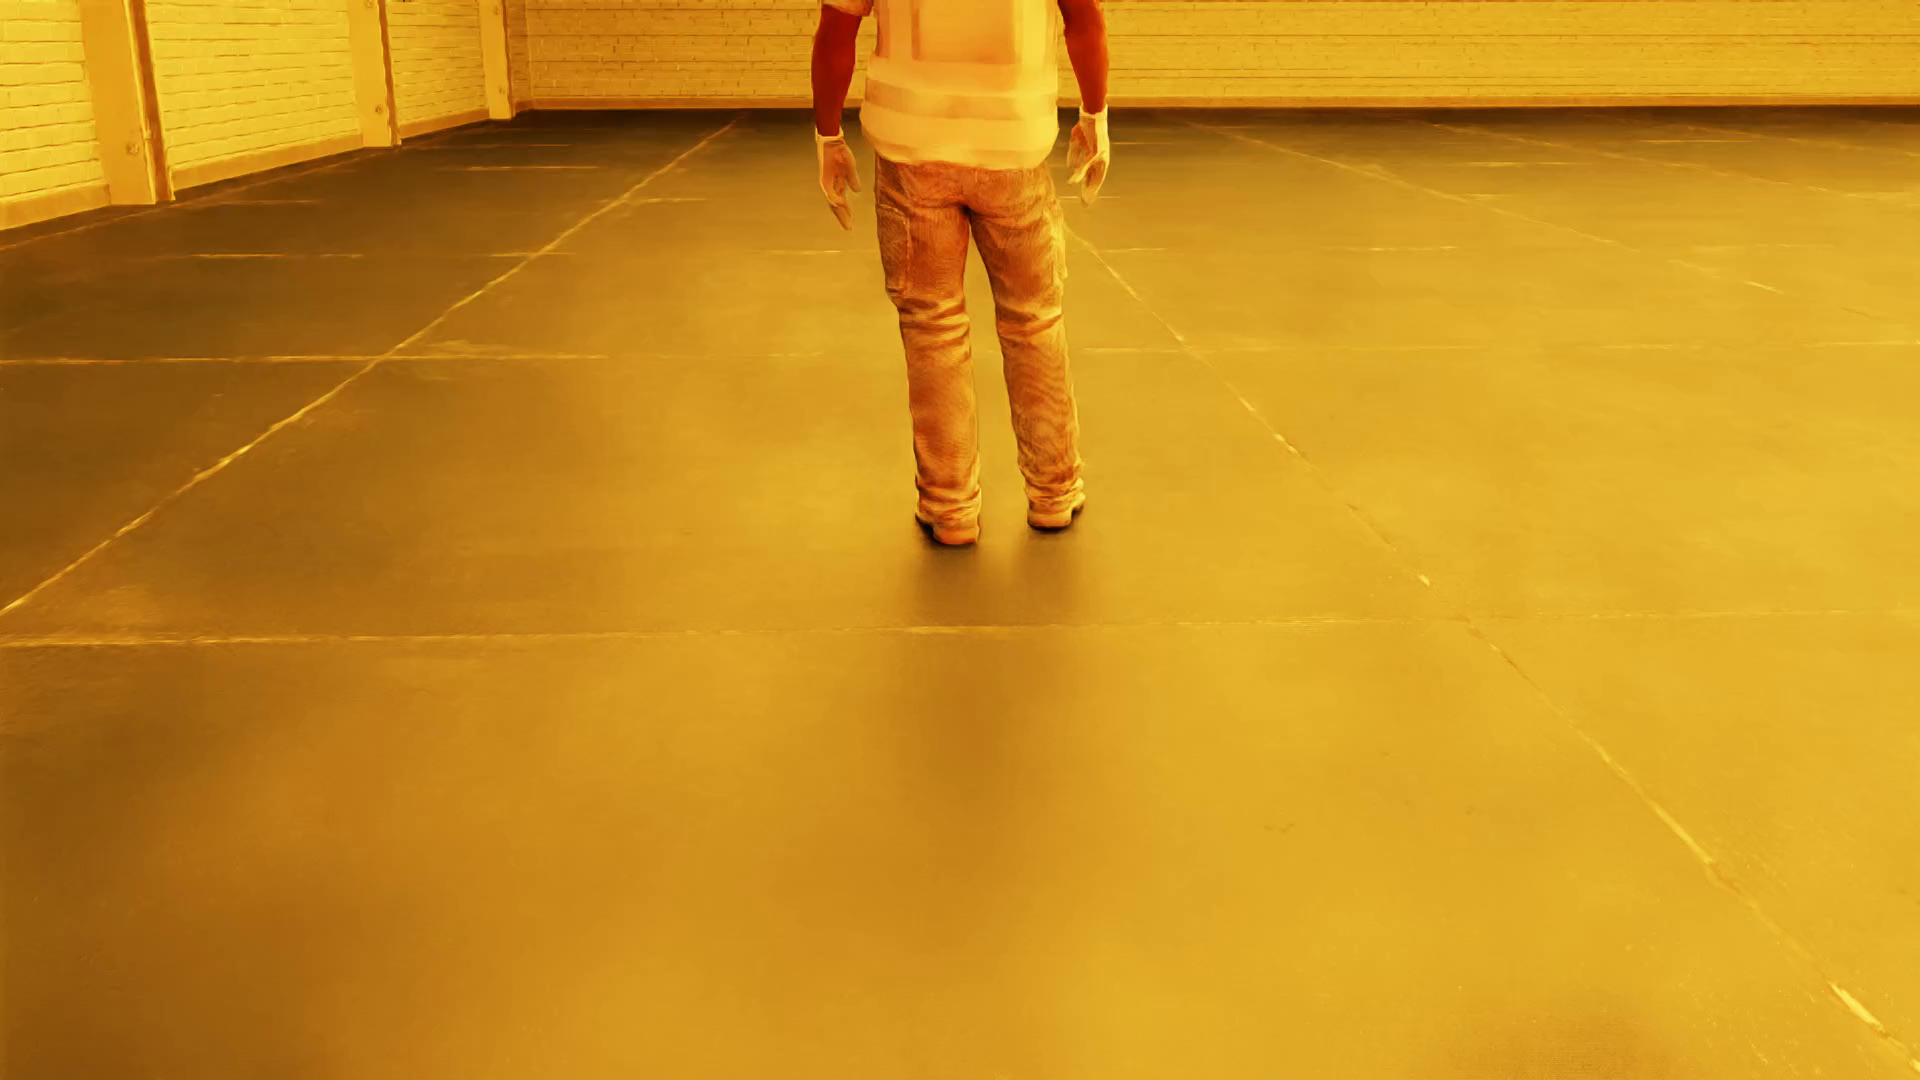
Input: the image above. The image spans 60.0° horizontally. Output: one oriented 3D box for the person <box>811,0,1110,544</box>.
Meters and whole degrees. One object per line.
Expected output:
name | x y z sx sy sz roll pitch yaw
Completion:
person | 0.004 -0.880 3.725 0.655 1.782 0.576 -1 17 -3
